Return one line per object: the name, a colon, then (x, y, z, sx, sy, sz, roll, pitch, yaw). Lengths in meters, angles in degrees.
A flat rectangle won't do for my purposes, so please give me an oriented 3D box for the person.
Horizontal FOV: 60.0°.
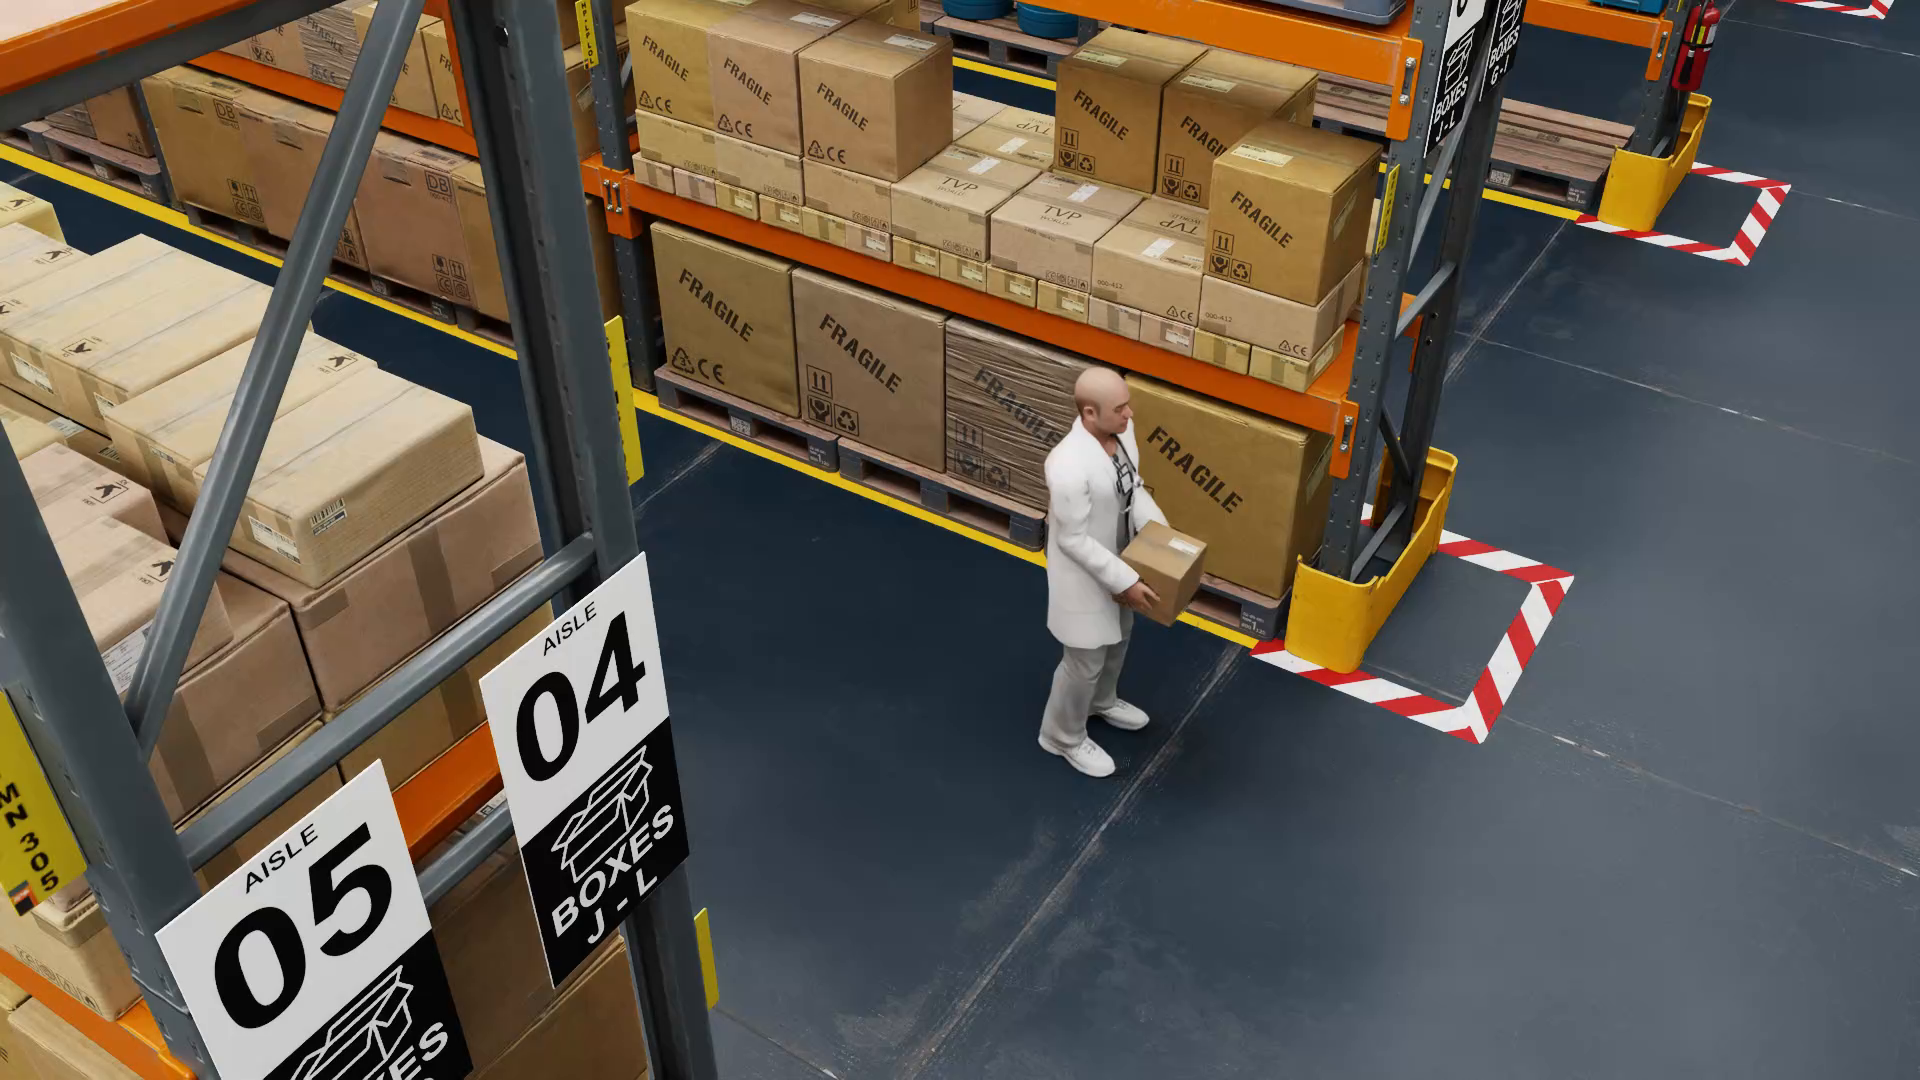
person: (0.603, 0.133, 6.515, 0.508, 1.782, 0.562, 20, 42, 24)
